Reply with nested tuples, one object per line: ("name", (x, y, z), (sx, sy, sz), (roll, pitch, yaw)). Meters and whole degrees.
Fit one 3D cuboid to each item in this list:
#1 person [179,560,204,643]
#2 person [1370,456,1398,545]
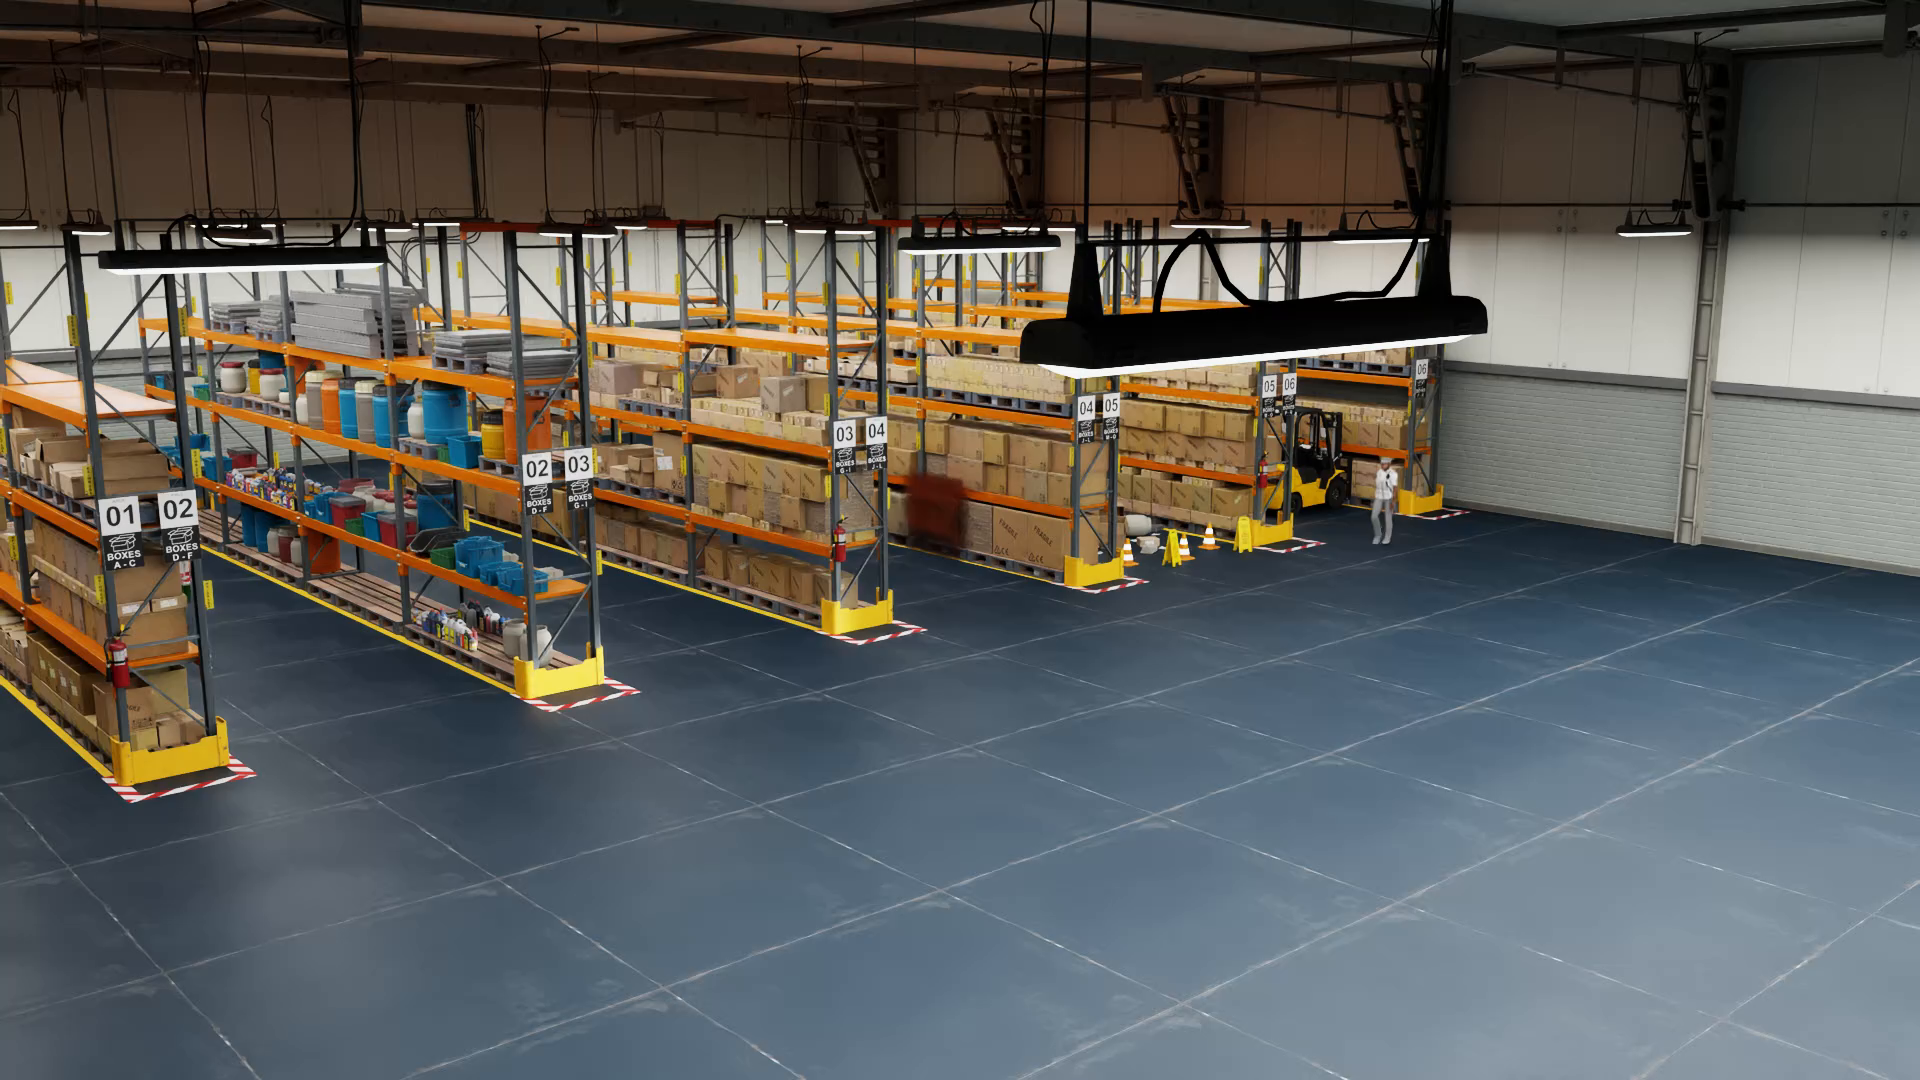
("person", (-11.257, 0.656, 24.085), (0.969, 1.750, 0.642), (8, 14, 34))
("person", (7.994, -0.727, 31.256), (0.440, 1.719, 0.477), (6, 13, 27))
